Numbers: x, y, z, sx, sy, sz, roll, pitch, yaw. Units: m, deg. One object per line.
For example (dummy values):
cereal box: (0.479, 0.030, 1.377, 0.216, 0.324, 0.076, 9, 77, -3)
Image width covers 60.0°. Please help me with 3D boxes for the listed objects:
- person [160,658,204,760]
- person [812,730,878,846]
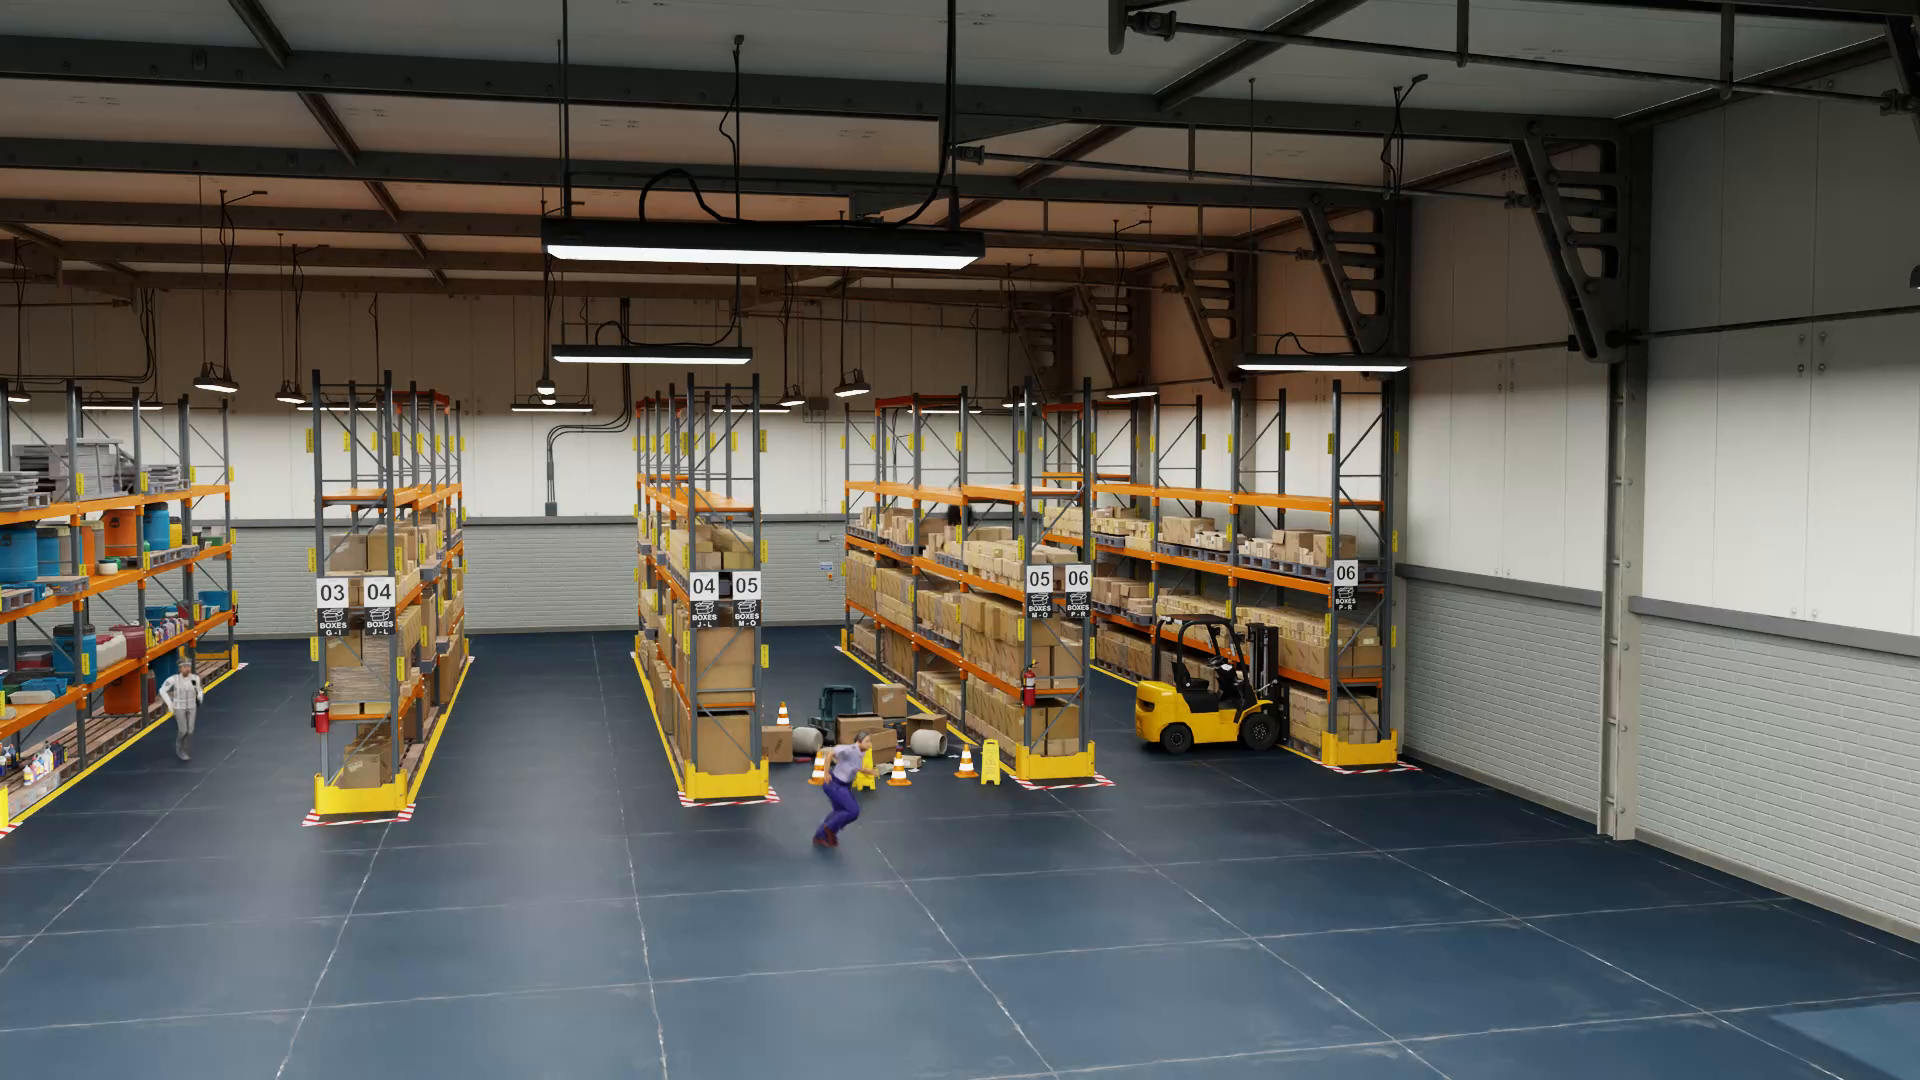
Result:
person: (-12.220, 2.664, 26.190, 0.622, 1.637, 0.625, -3, 4, -39)
person: (-1.443, 3.080, 20.499, 0.874, 1.467, 0.638, 1, 3, 19)
